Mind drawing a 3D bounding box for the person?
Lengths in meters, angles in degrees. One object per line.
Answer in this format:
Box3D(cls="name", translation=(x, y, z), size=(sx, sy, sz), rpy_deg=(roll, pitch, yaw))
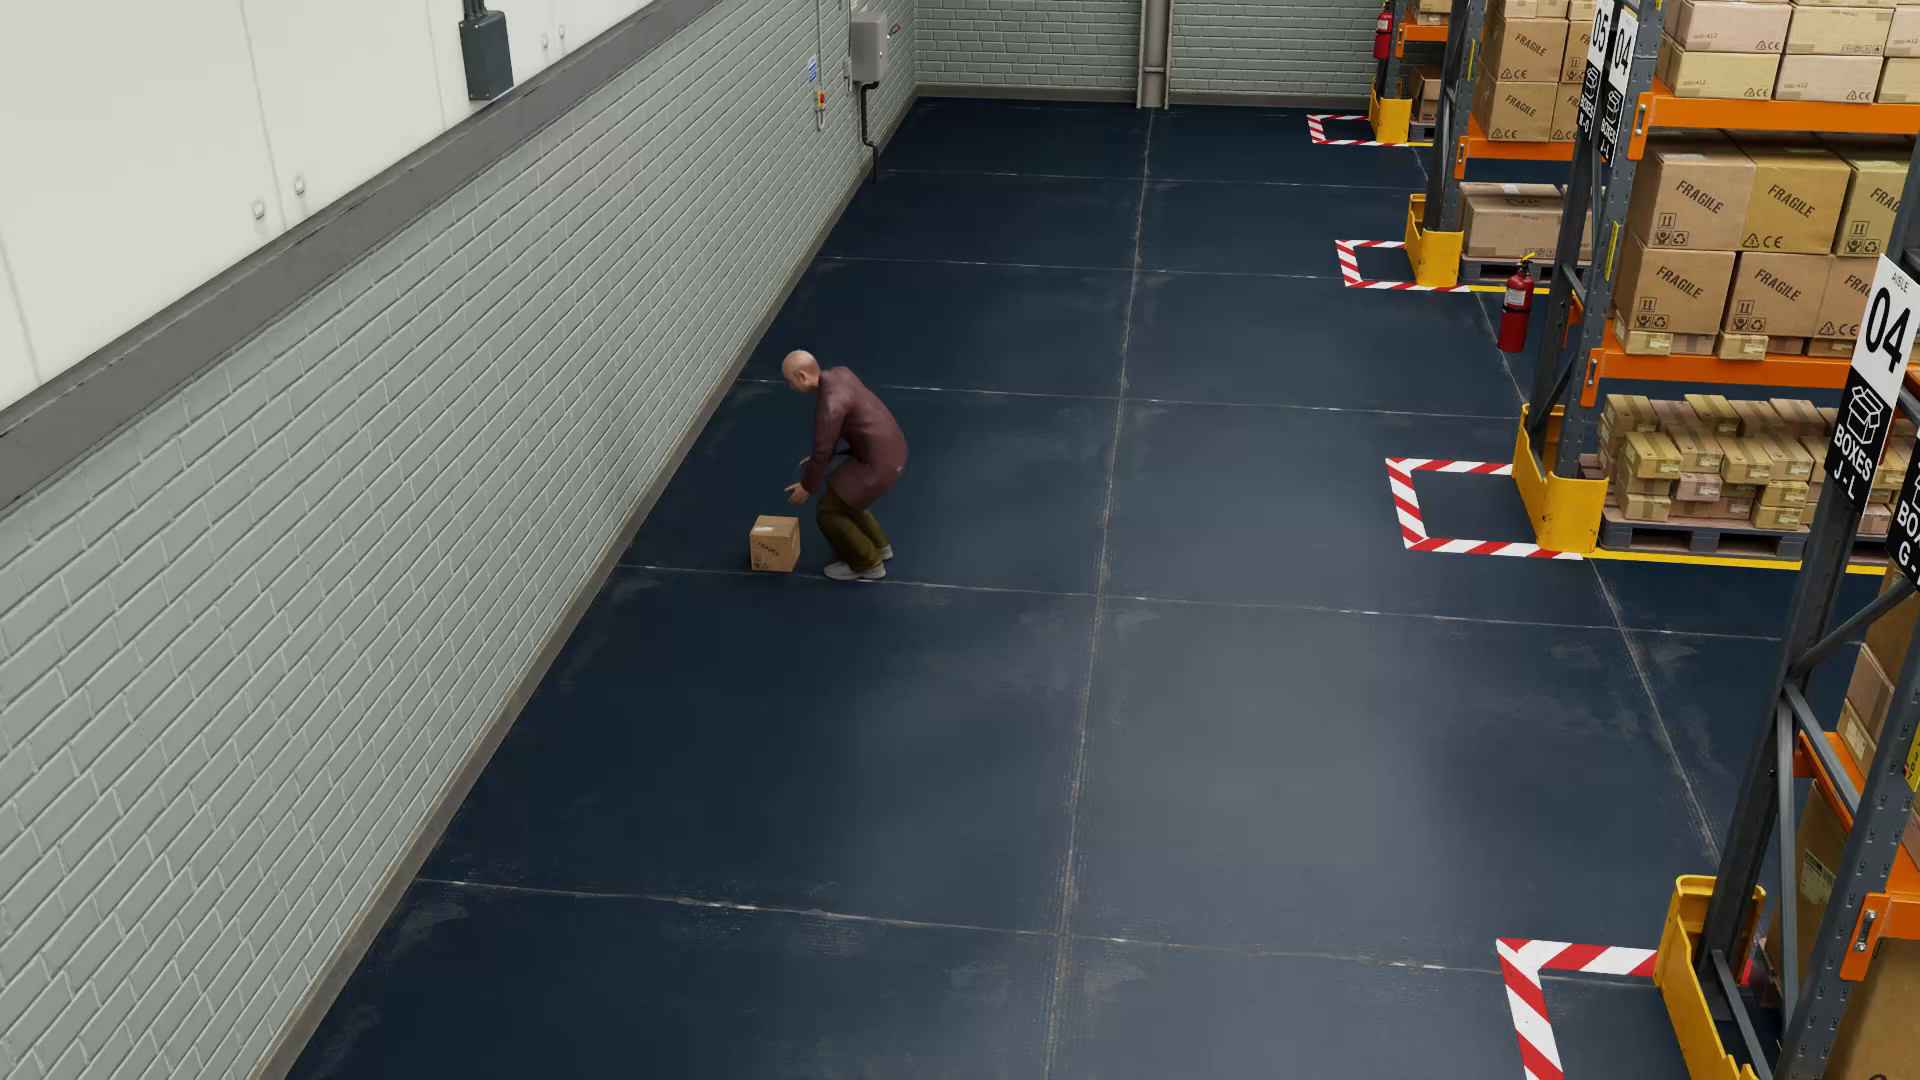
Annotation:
Box3D(cls="person", translation=(-0.670, -0.445, 9.872), size=(0.719, 1.410, 0.632), rpy_deg=(3, 28, 6))
